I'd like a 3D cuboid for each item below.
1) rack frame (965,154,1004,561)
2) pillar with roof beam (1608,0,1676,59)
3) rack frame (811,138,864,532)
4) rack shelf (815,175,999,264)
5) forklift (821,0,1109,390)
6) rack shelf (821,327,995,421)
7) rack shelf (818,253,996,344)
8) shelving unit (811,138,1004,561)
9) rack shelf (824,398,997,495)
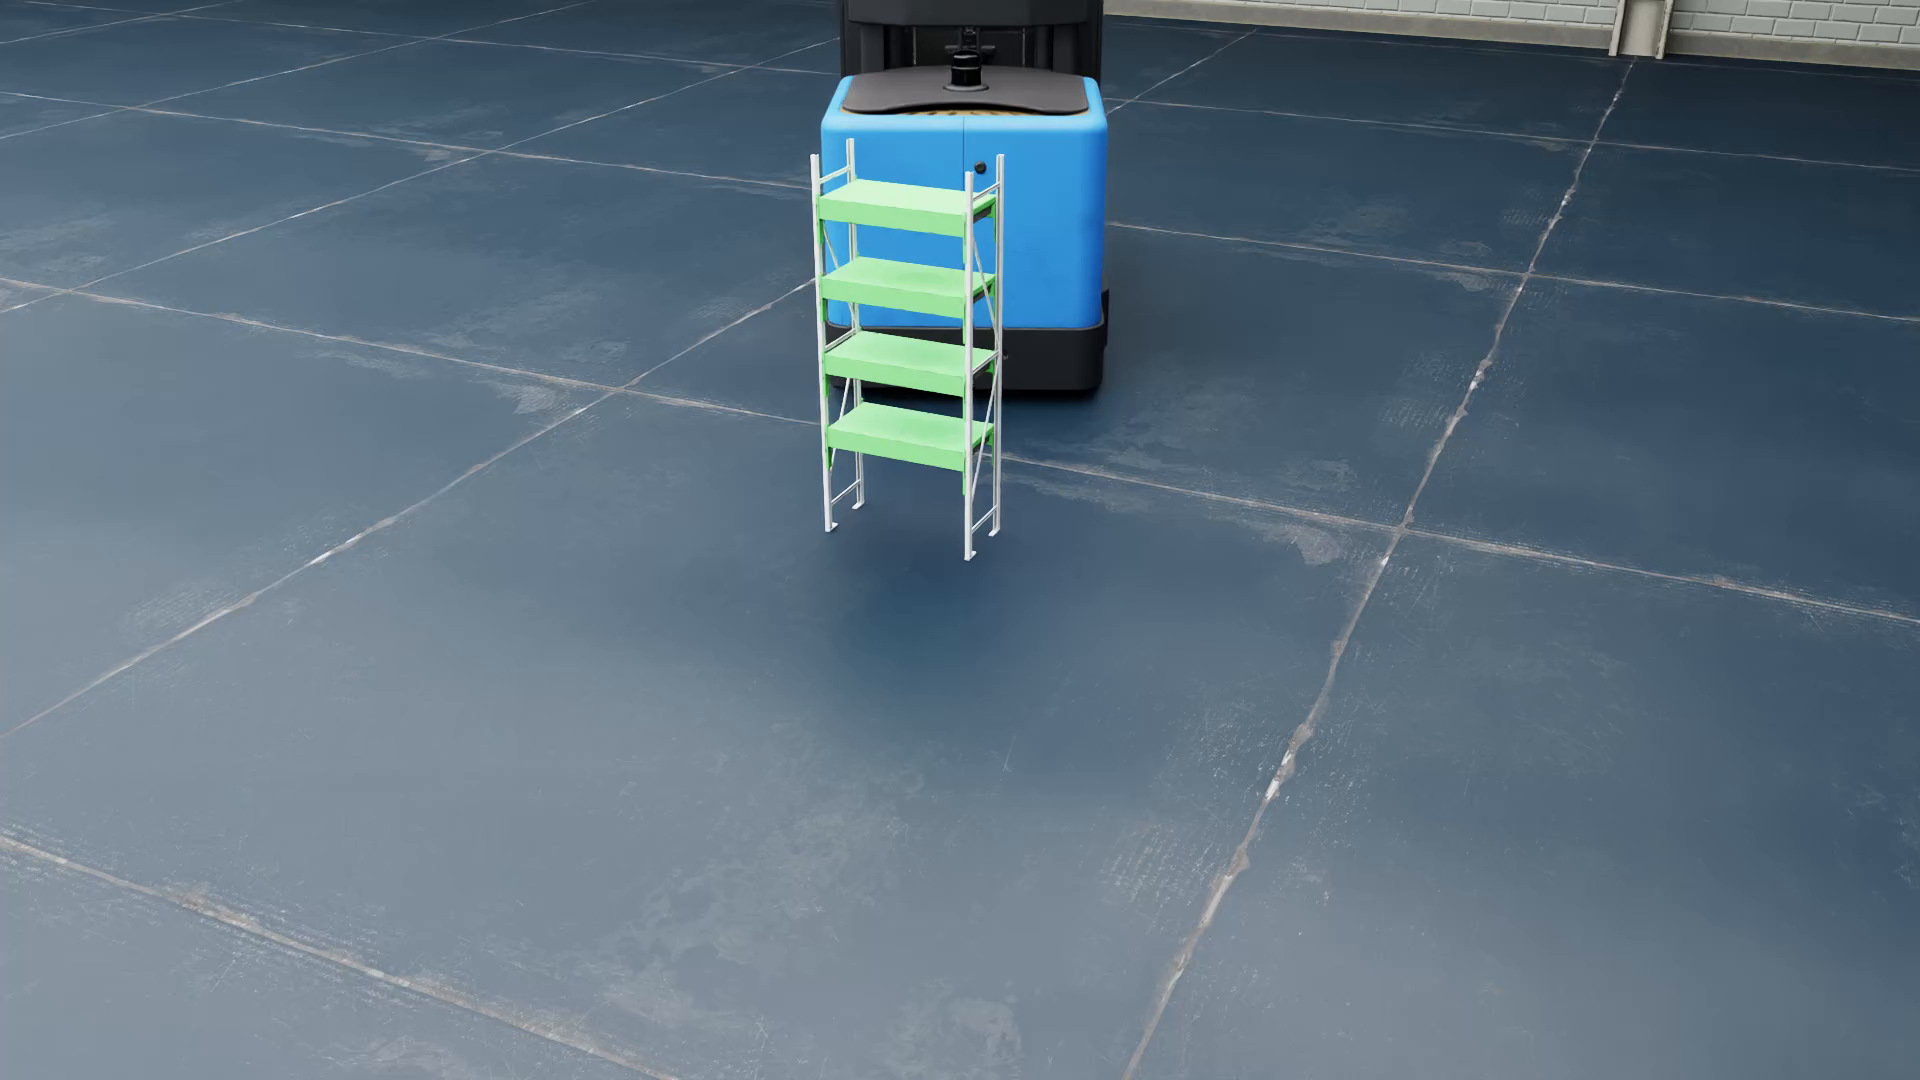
[{"bbox_3d":[0.071,-0.524,4.956,0.015,1.200,0.240,11,28,22],"label":"rack frame"},{"bbox_3d":[3.485,-6.087,7.426,0.400,9.000,9.100,11,28,22],"label":"pillar with roof beam"},{"bbox_3d":[-0.373,-0.613,5.137,0.015,1.200,0.240,11,28,22],"label":"rack frame"},{"bbox_3d":[-0.151,-0.942,4.863,0.480,0.148,0.258,11,28,22],"label":"rack shelf"},{"bbox_3d":[0.051,-2.484,6.977,1.130,2.935,3.031,1,26,1],"label":"forklift"},{"bbox_3d":[-0.151,-0.511,5.075,0.480,0.148,0.258,11,28,22],"label":"rack shelf"},{"bbox_3d":[-0.151,-0.727,4.969,0.480,0.148,0.258,11,28,22],"label":"rack shelf"},{"bbox_3d":[-0.151,-0.569,5.046,0.503,1.200,0.258,11,28,22],"label":"shelving unit"},{"bbox_3d":[-0.151,-0.296,5.181,0.480,0.148,0.258,11,28,22],"label":"rack shelf"}]
